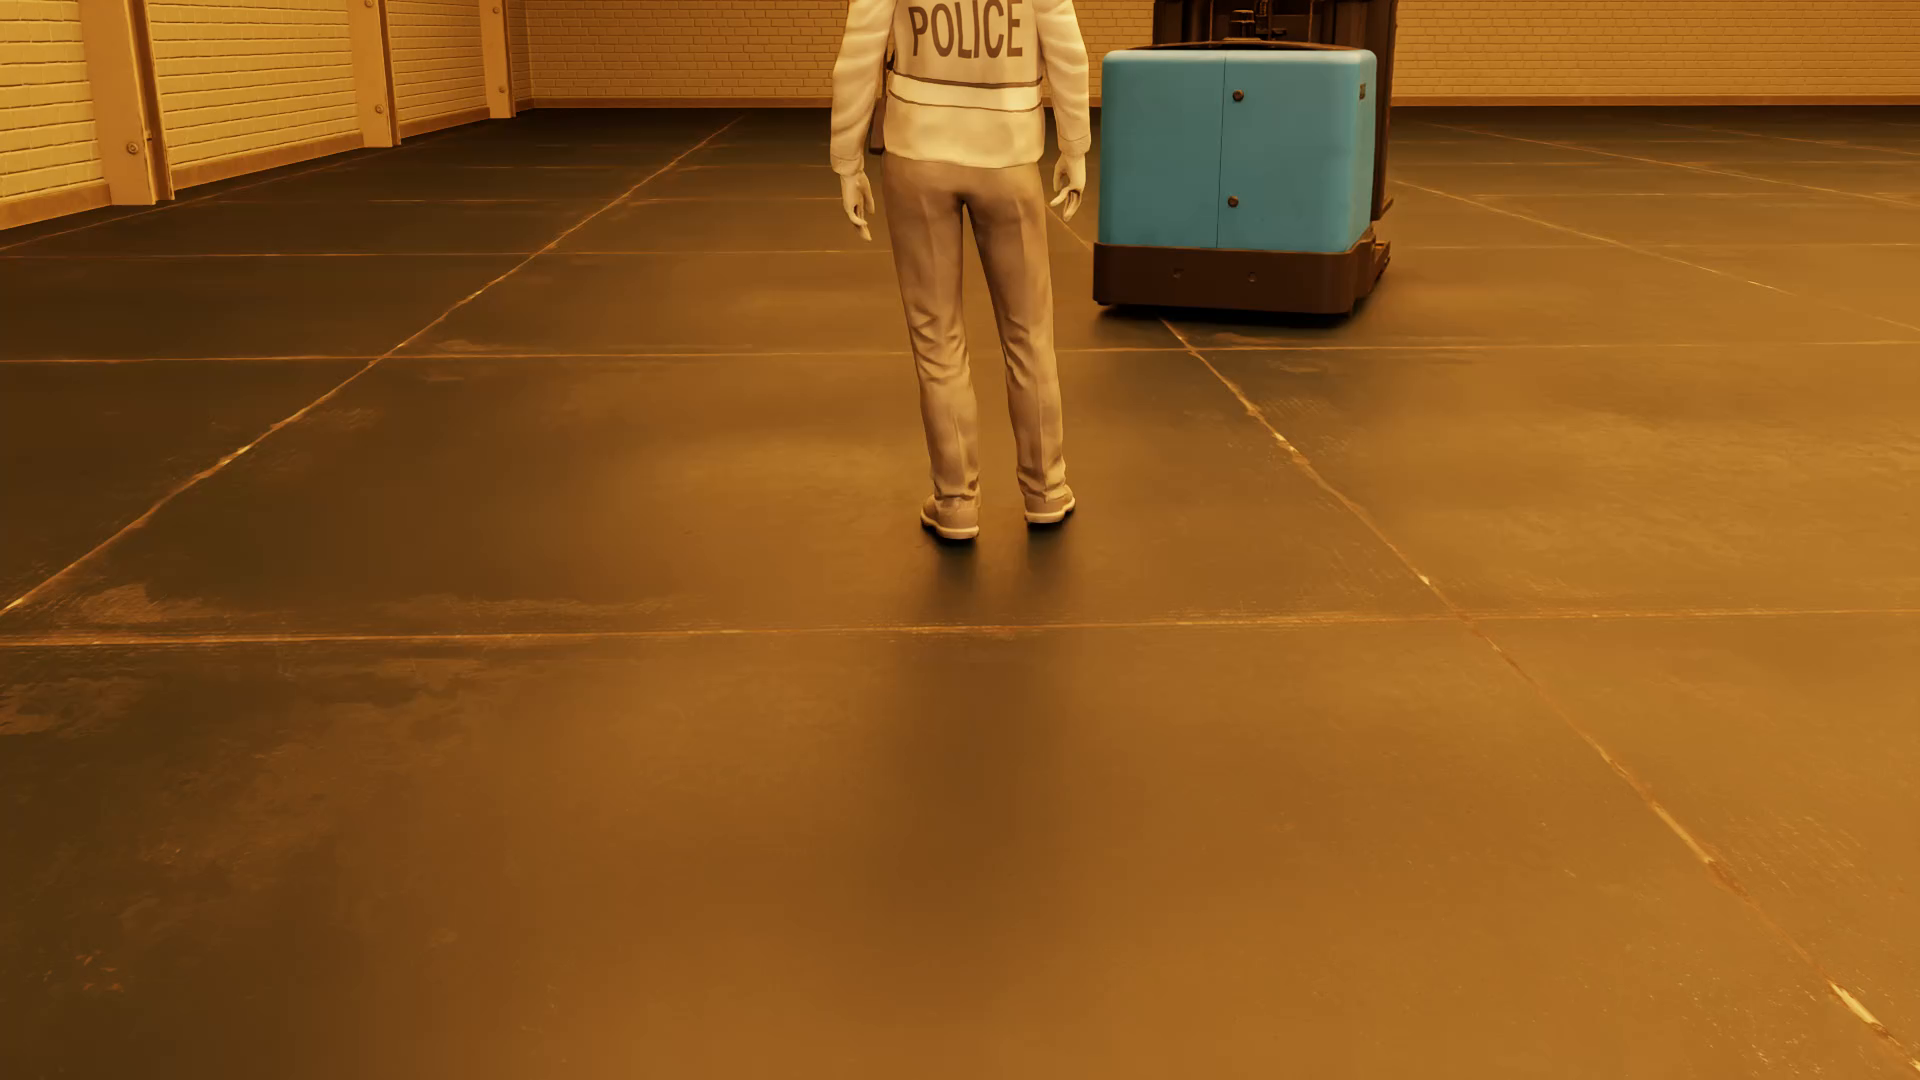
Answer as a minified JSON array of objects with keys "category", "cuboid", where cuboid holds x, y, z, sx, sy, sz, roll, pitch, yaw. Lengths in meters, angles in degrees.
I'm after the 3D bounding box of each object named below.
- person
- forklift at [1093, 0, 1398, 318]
[{"category":"person","cuboid":[0.004,-0.837,3.734,0.586,1.694,0.530,-1,17,-3]},{"category":"forklift","cuboid":[1.498,-2.691,7.704,1.130,2.935,3.031,5,18,17]}]
